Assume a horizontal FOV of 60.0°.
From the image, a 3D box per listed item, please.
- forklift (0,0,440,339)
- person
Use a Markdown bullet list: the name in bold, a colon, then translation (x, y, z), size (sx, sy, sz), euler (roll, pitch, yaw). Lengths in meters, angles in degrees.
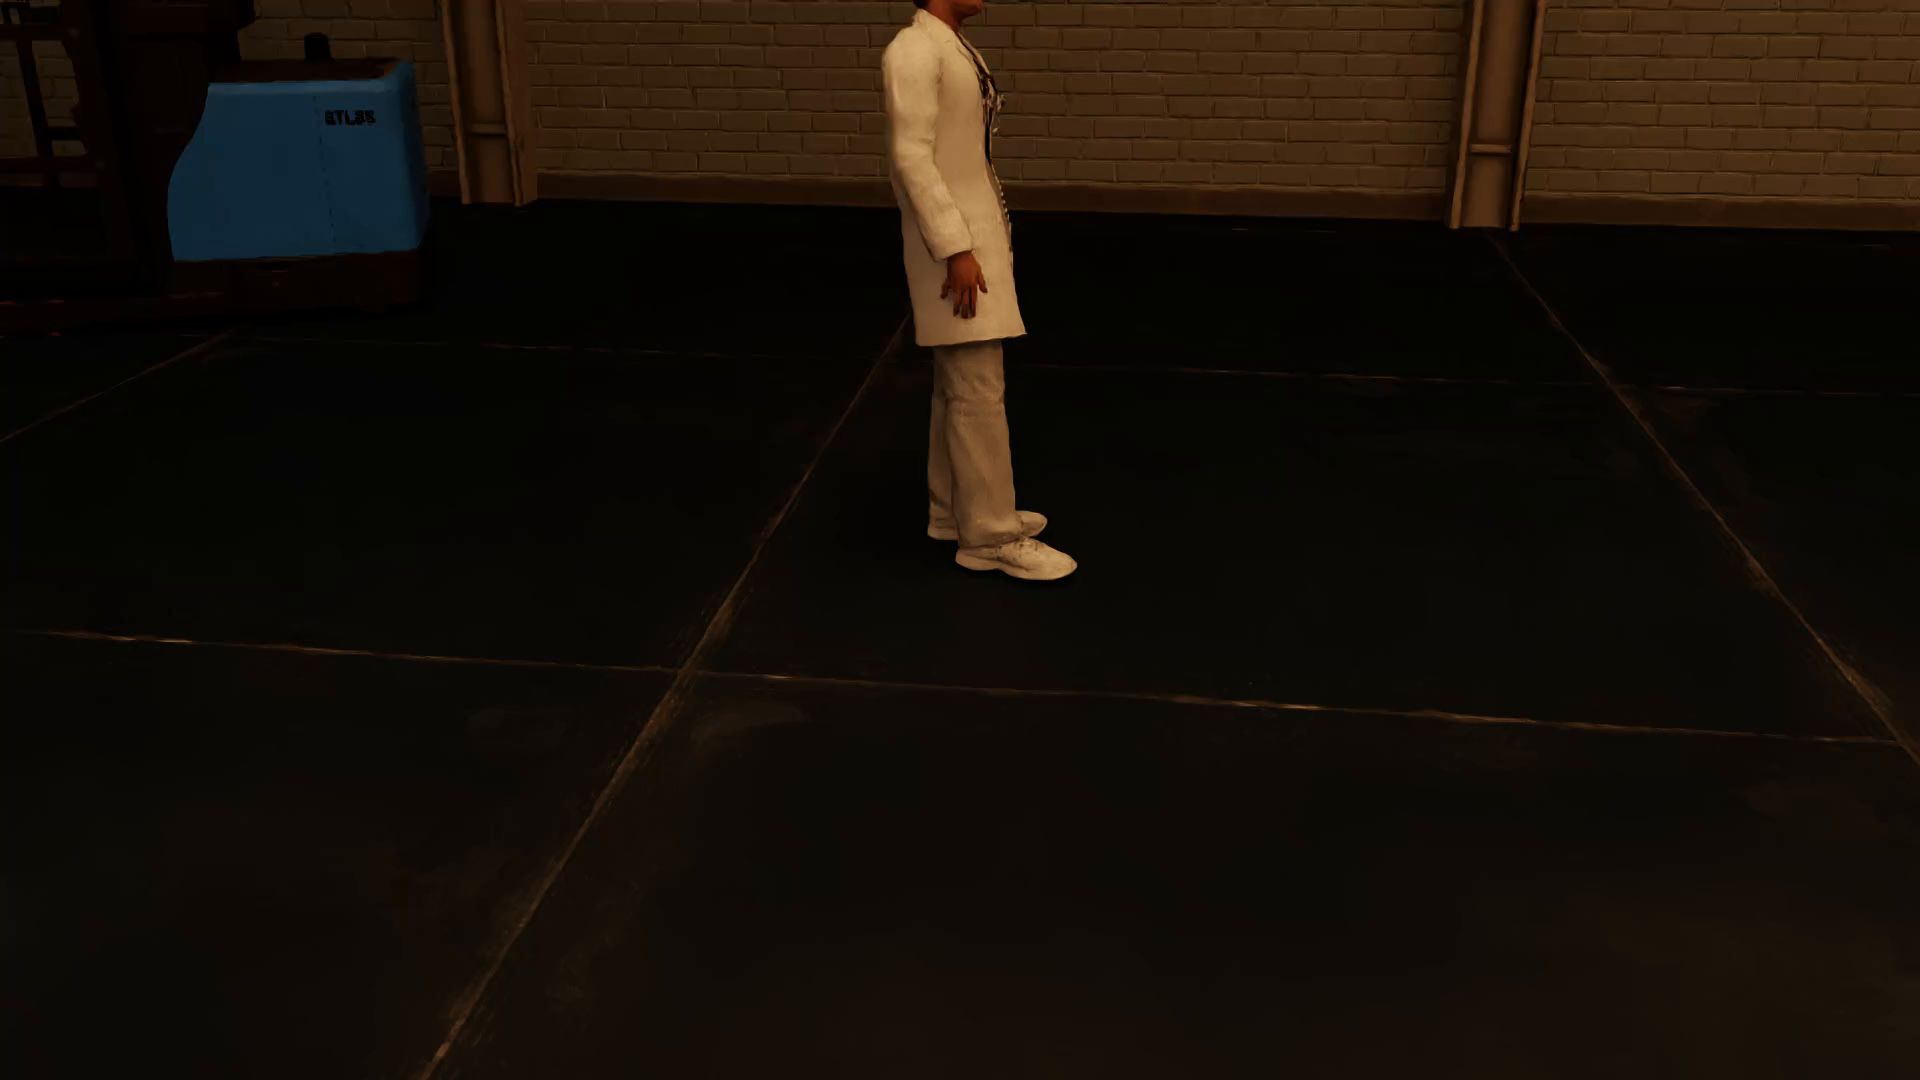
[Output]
- **forklift**: translation (-4.072, -2.467, 7.381), size (3.031, 2.935, 1.130), euler (-5, 22, -12)
- **person**: translation (0.091, -0.735, 4.864), size (0.577, 1.582, 0.694), euler (3, 22, 7)
